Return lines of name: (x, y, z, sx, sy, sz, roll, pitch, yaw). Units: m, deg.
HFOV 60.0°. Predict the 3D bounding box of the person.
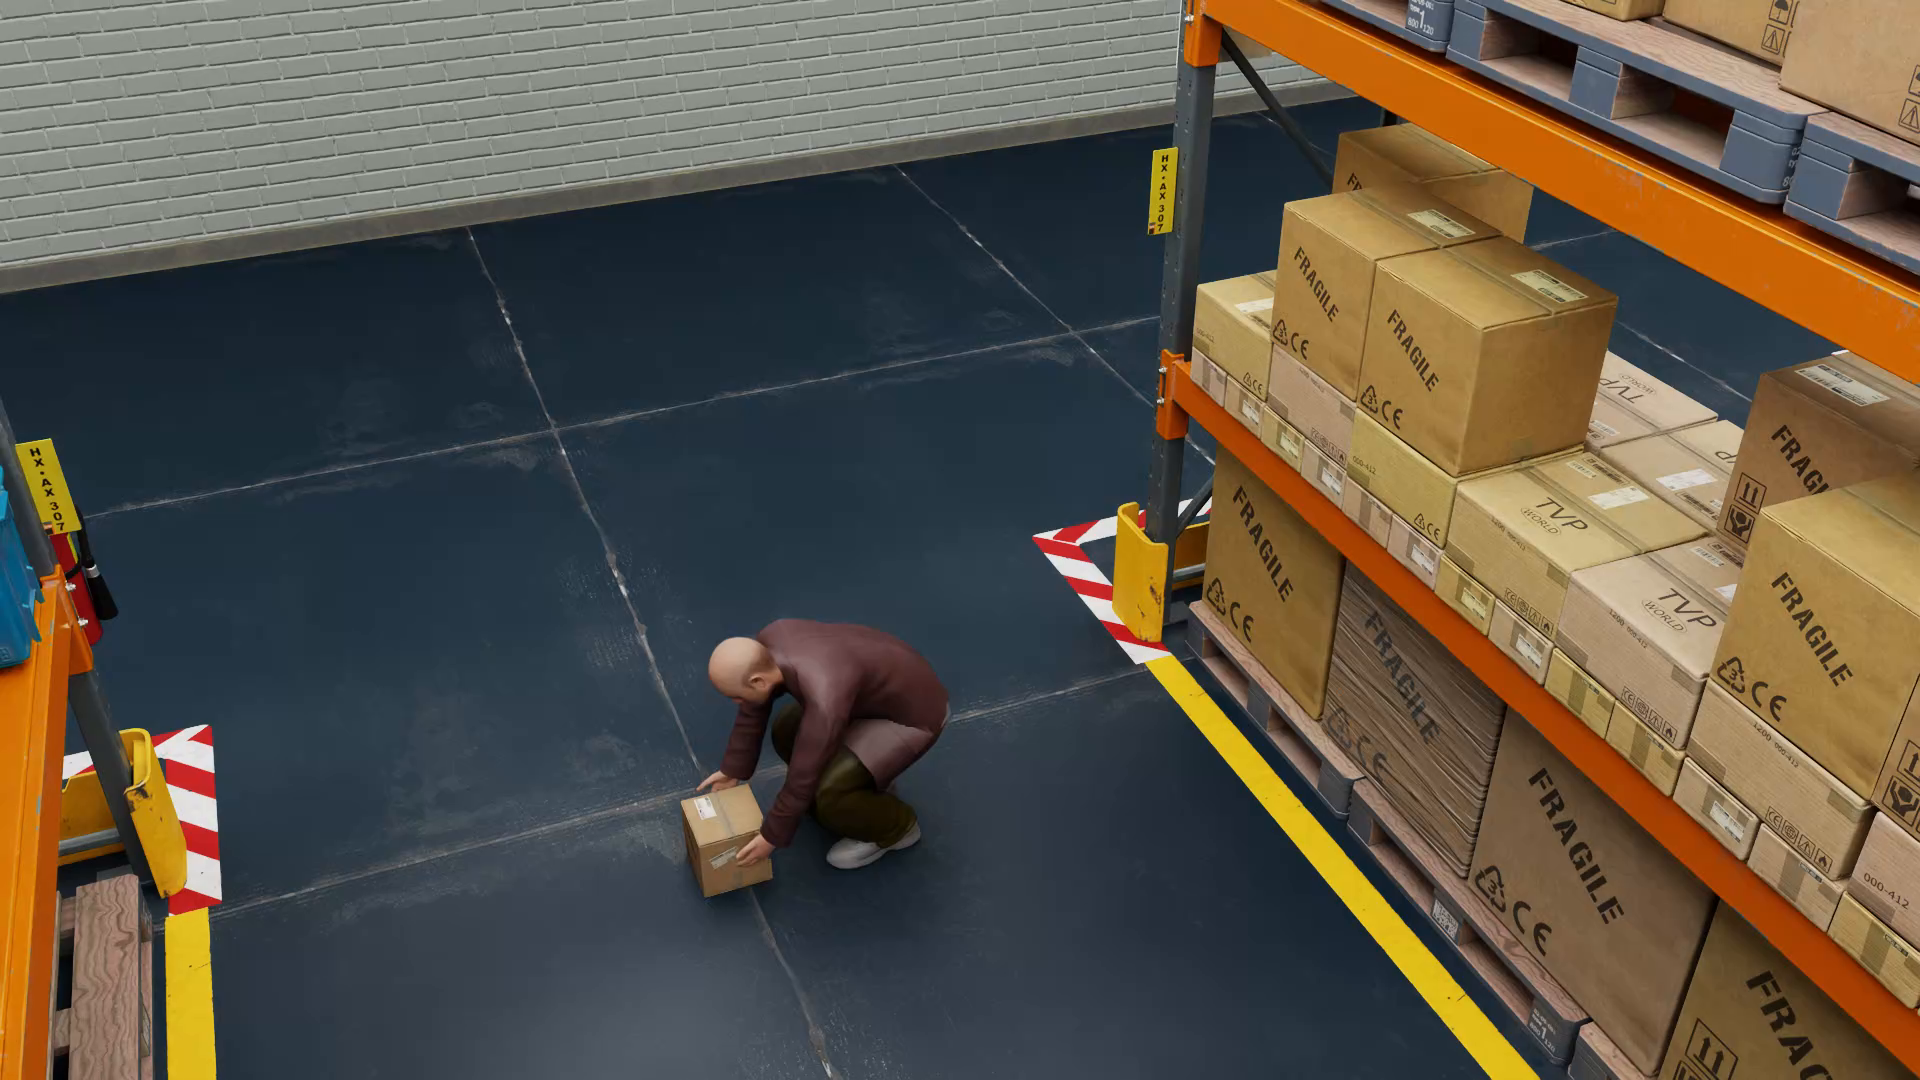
person: (-0.459, 0.679, 5.820, 0.893, 1.004, 0.611, -13, 35, -19)
